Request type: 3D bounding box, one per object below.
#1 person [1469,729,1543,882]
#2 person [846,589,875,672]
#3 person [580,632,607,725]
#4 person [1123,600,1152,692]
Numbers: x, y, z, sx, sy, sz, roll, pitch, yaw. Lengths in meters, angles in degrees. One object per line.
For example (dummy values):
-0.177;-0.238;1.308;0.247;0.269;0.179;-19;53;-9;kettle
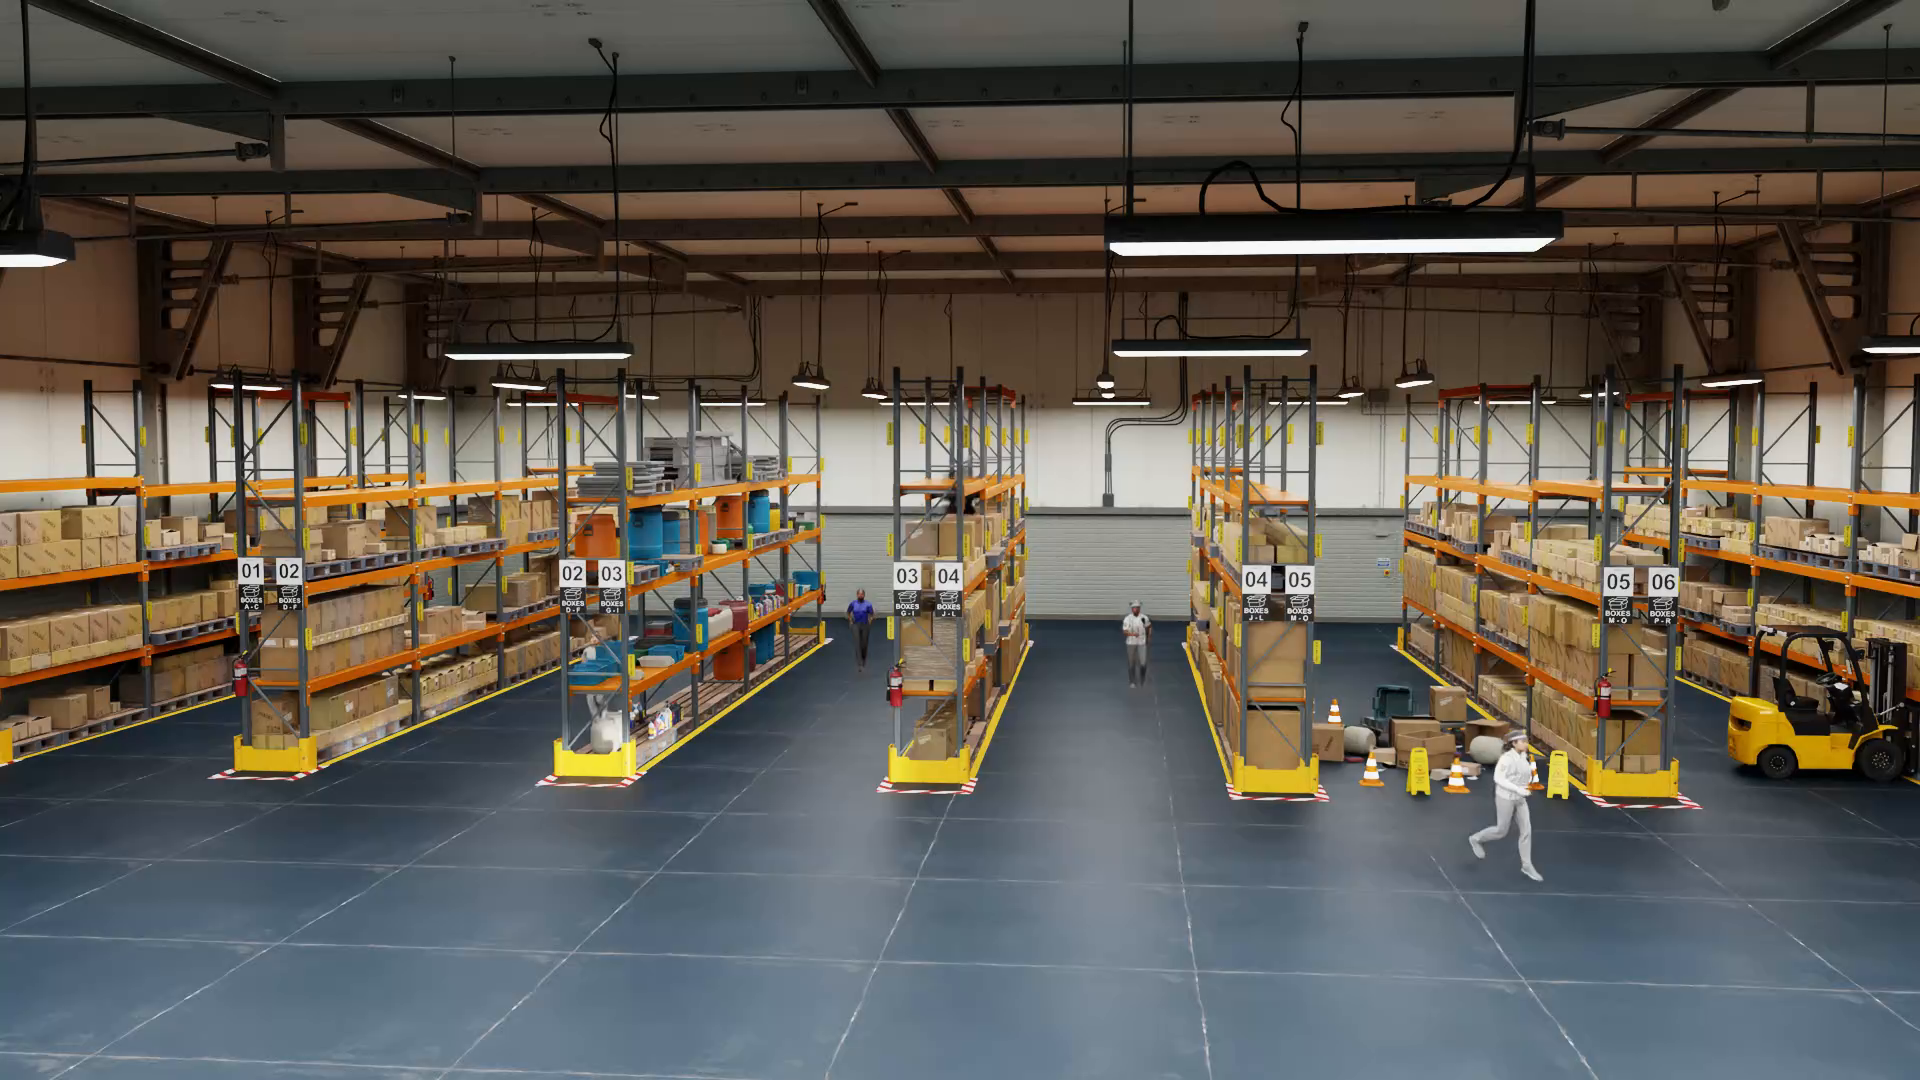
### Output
6.296;2.980;19.075;0.638;1.690;0.964;-3;5;-39;person
-2.020;1.814;33.760;0.578;1.657;0.716;0;4;-3;person
-6.326;2.400;28.853;0.557;1.611;0.585;0;4;2;person
3.299;1.968;30.793;0.569;1.727;0.650;0;4;0;person
